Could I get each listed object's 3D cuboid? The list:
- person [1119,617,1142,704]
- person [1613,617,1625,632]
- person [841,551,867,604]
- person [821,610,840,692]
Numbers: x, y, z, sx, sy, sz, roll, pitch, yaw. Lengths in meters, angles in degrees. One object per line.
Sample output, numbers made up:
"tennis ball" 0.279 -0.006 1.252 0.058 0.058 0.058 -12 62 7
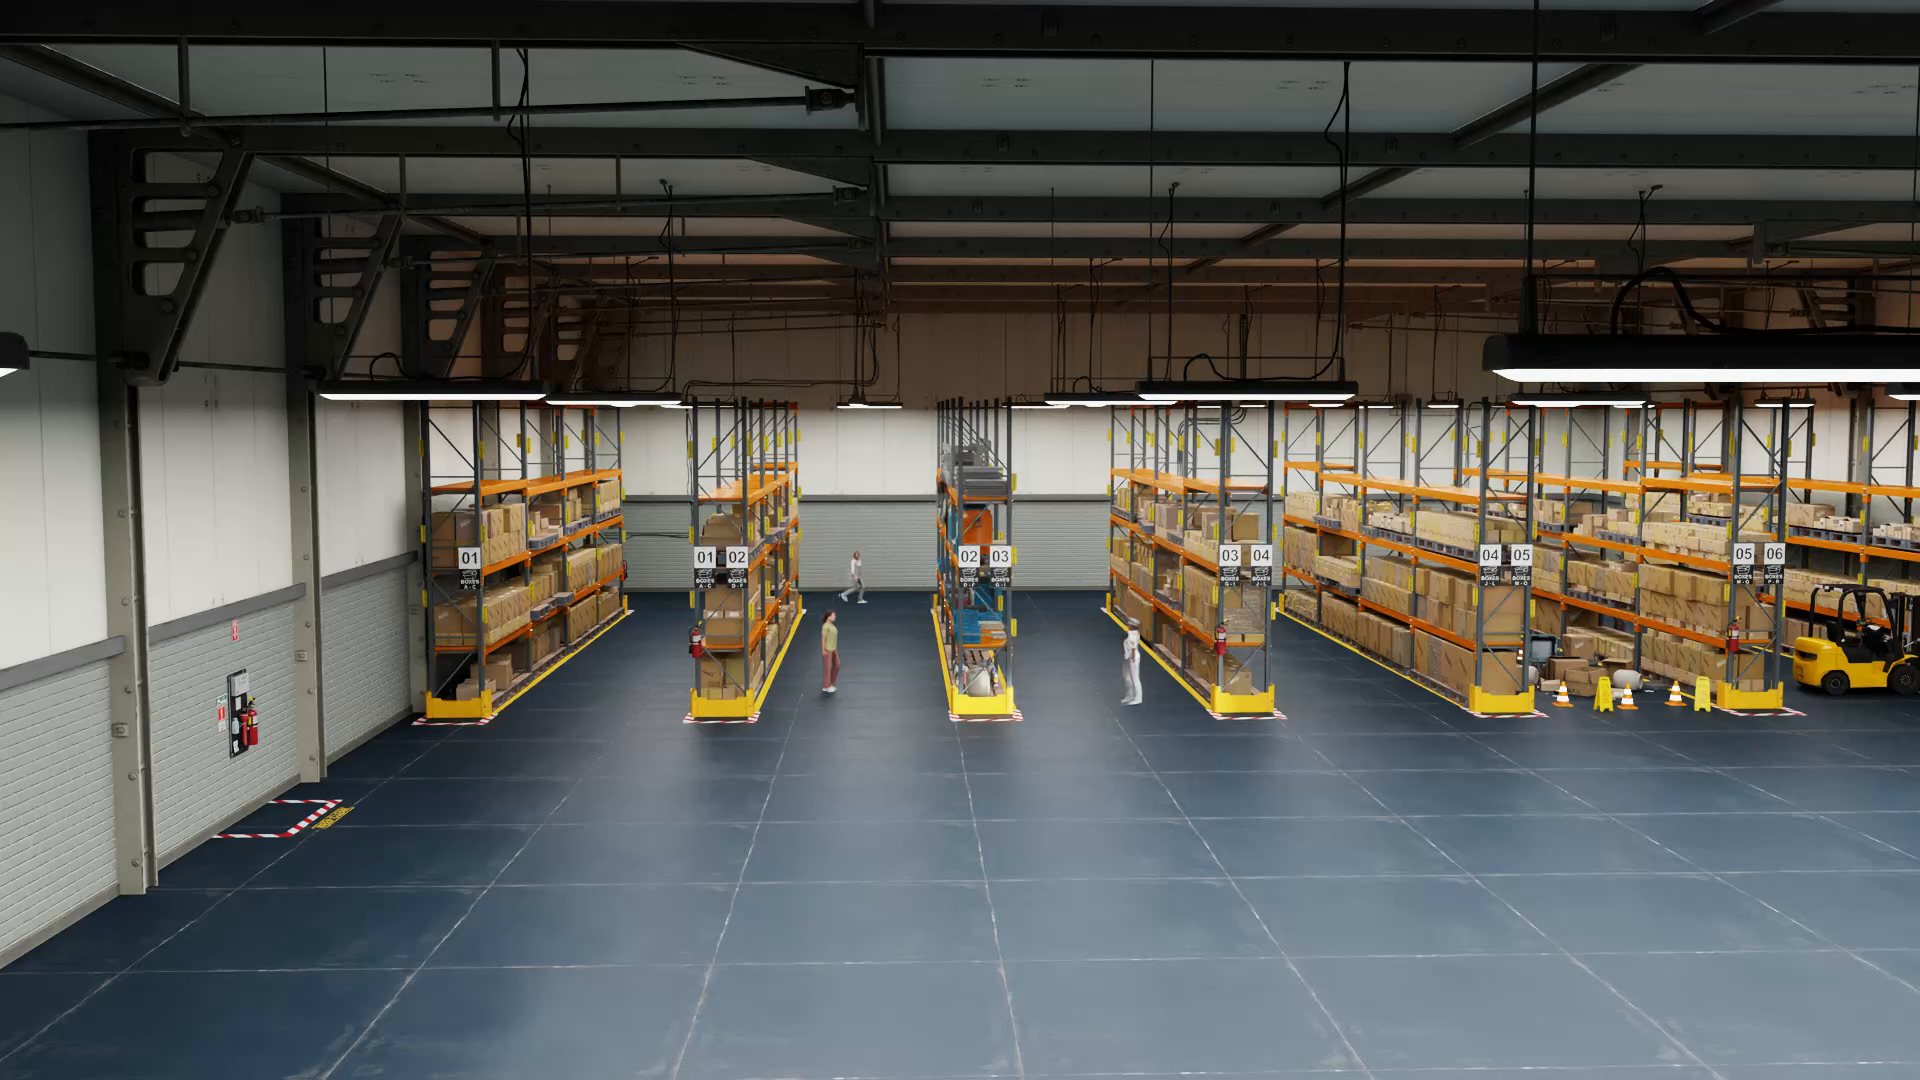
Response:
"person" 3.337 2.369 32.614 0.400 1.727 0.620 -1 4 -7
"person" 16.507 1.656 41.671 0.486 1.728 0.610 2 5 26
"person" -3.145 1.164 49.491 0.760 1.453 0.465 1 4 10
"person" -2.683 2.277 34.075 0.355 1.704 0.539 1 5 17
